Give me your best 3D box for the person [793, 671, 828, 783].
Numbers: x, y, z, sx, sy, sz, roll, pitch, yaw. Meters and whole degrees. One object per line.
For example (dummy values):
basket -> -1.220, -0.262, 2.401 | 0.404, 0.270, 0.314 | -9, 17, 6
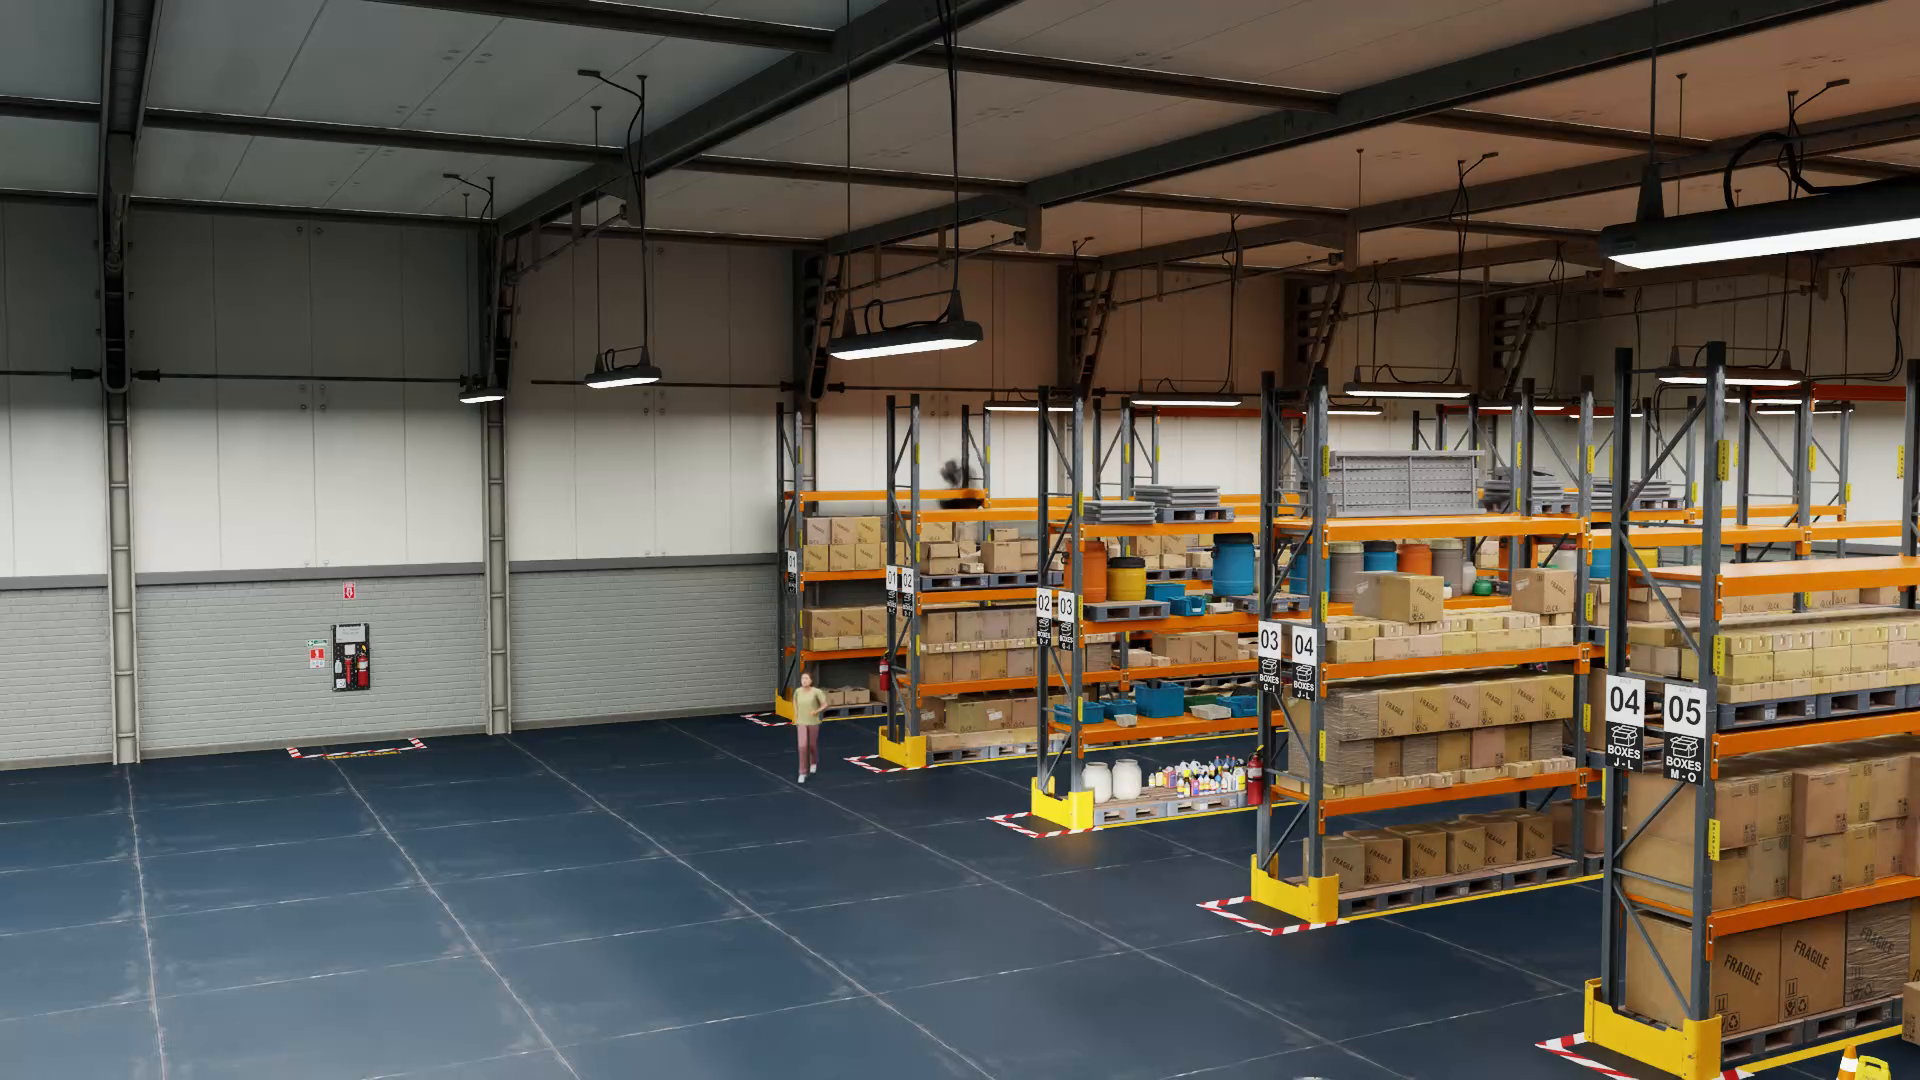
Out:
person -> -2.322, 2.854, 25.714 | 0.574, 1.674, 0.885 | 0, 3, 8

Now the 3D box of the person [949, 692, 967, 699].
person -> 0.071, 2.669, 29.640 | 0.823, 1.634, 0.620 | -2, 4, -35
